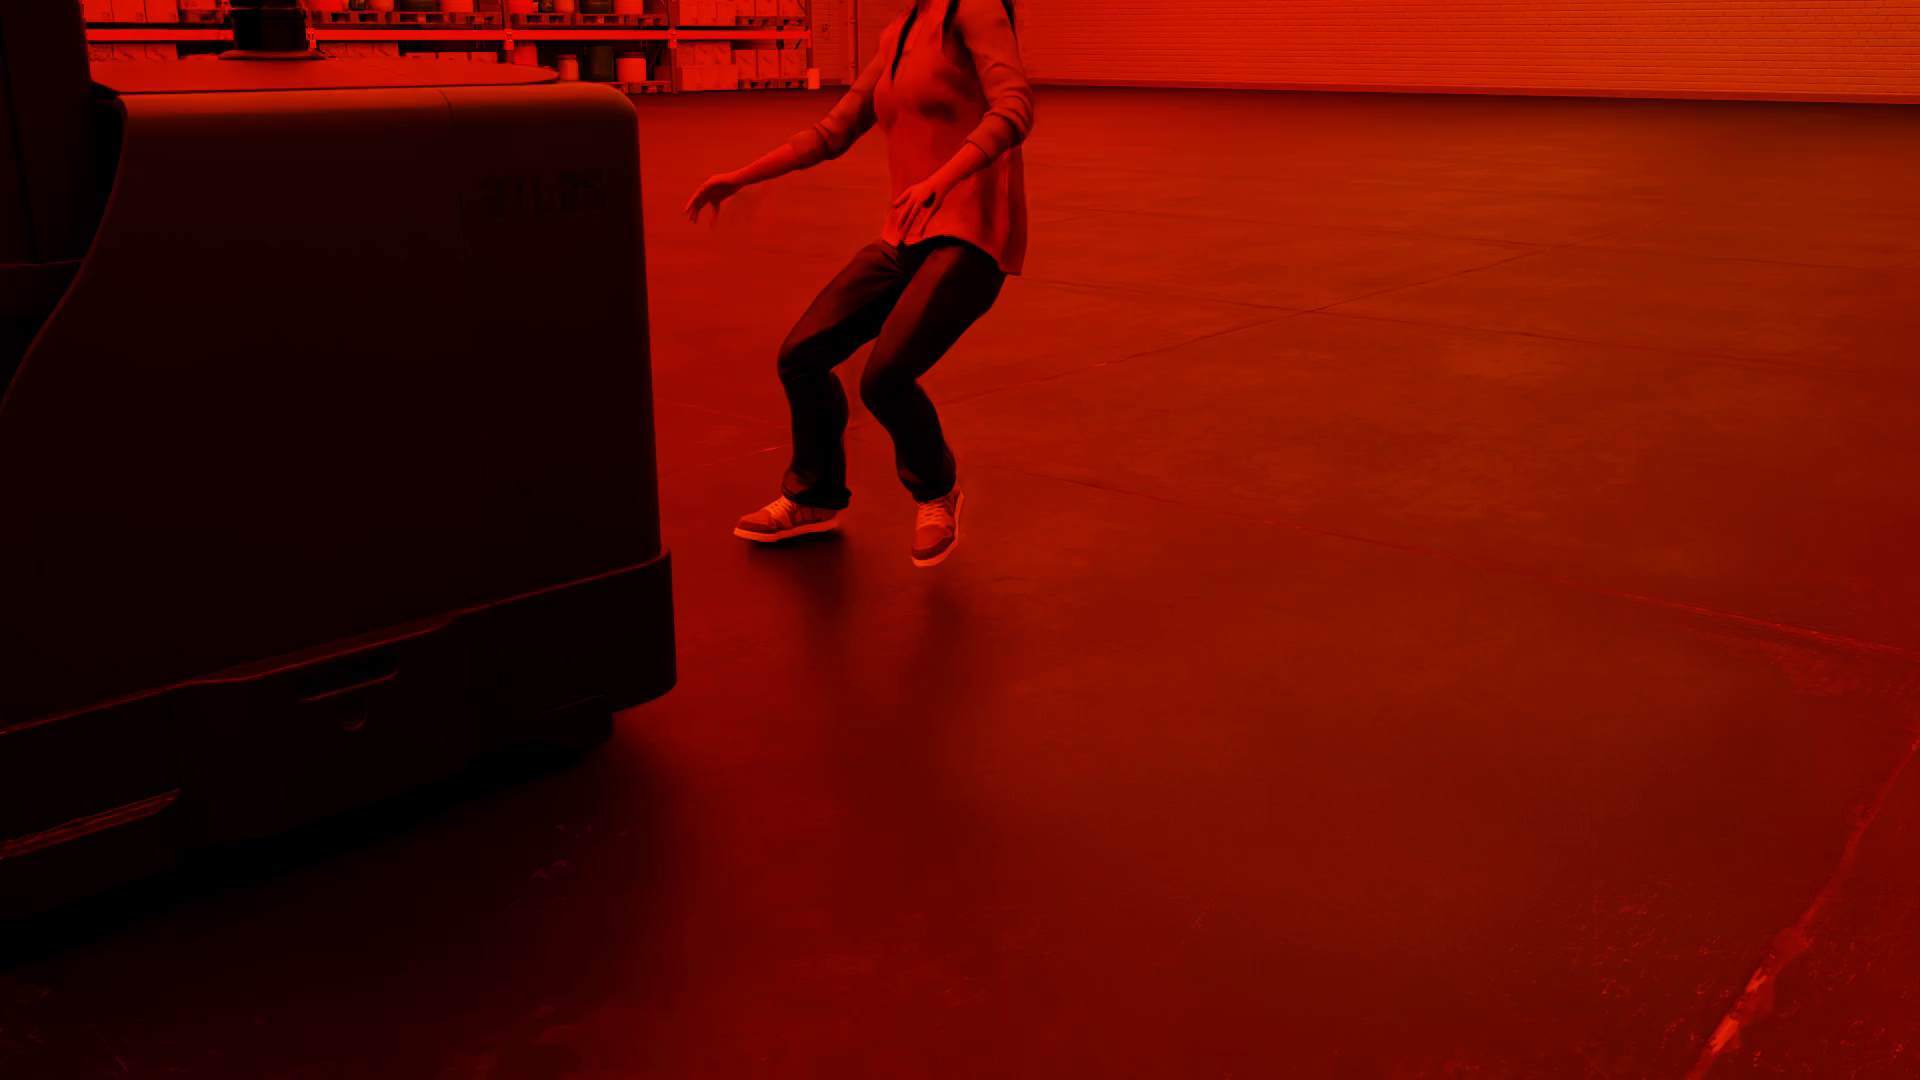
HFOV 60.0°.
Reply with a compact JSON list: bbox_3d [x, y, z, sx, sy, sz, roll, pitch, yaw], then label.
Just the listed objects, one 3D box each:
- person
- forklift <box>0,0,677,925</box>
[{"bbox_3d":[-0.182,-0.641,3.547,0.606,1.448,0.718,-11,20,-32],"label":"person"},{"bbox_3d":[-1.887,-0.880,1.797,1.130,2.935,3.031,16,23,43],"label":"forklift"}]
